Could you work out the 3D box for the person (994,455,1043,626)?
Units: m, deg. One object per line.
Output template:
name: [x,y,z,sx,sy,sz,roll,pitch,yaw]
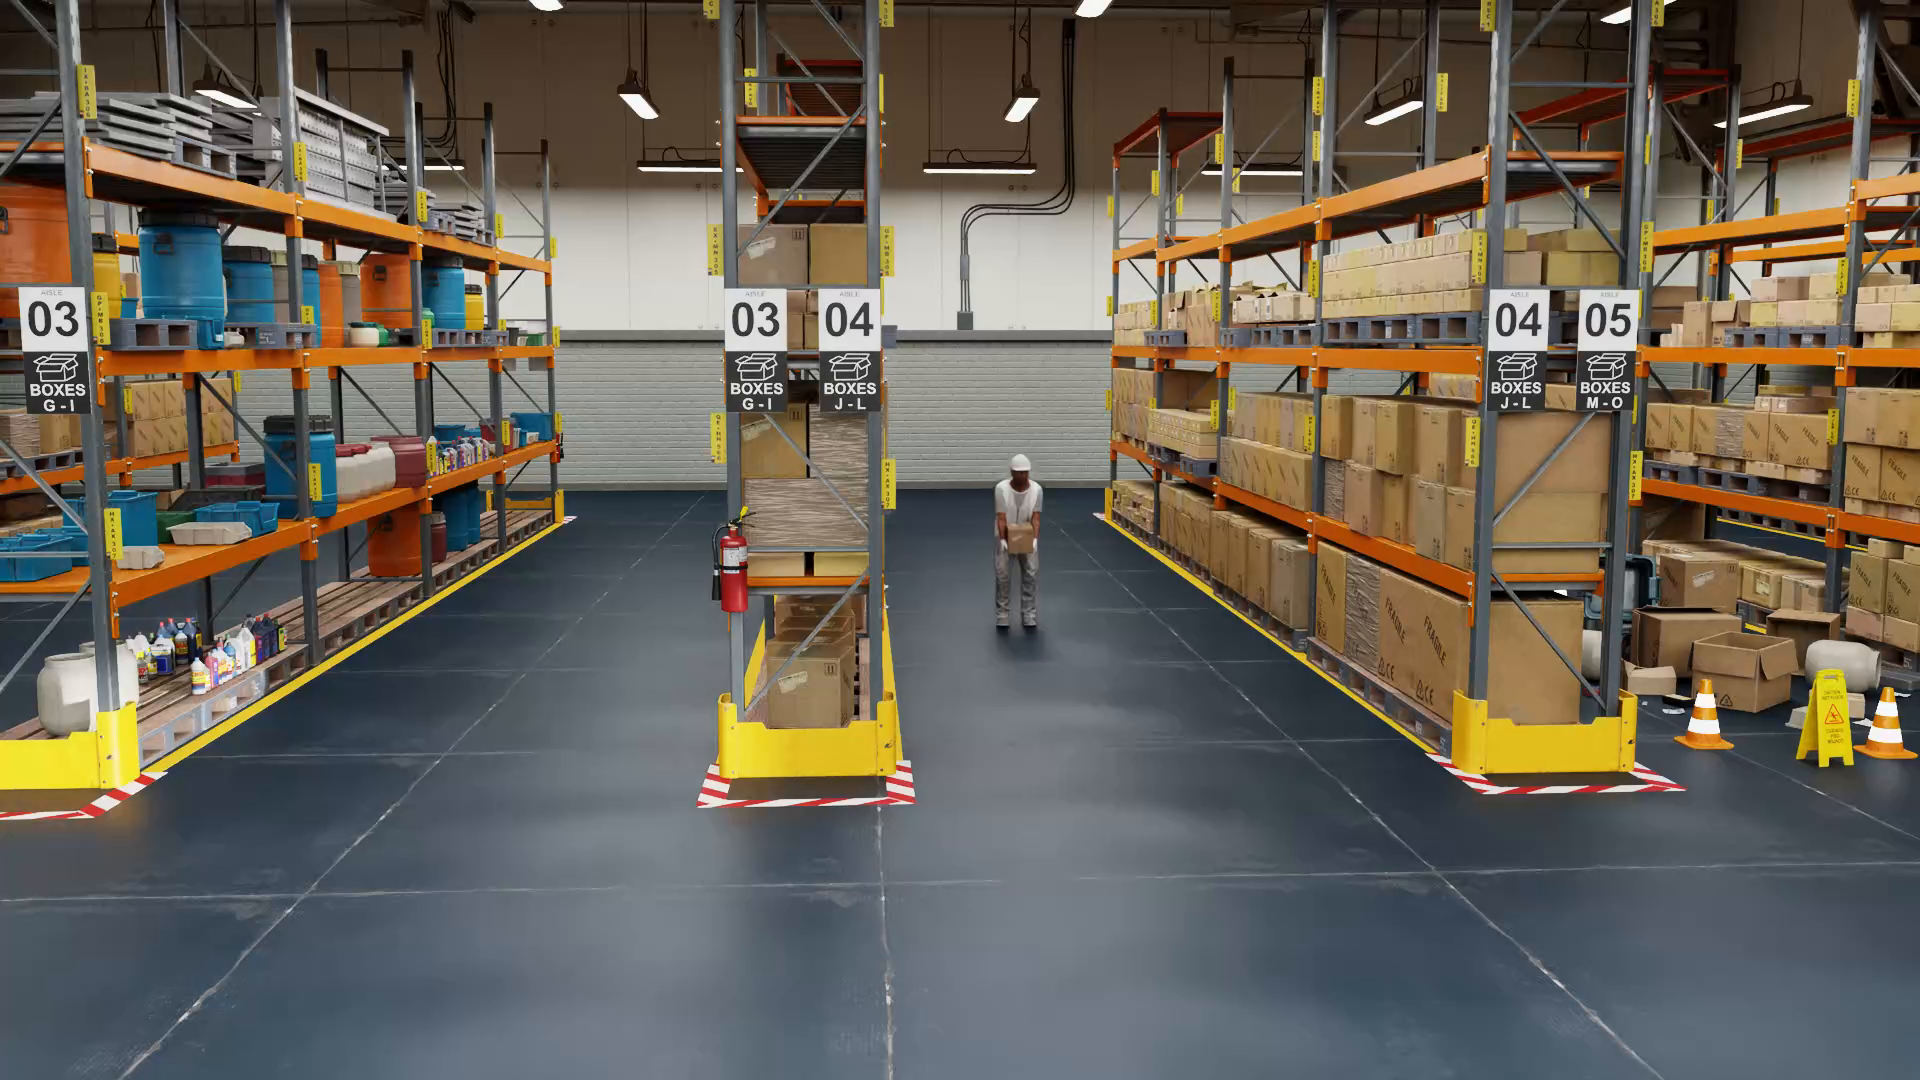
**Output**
person: [0.592,0.009,16.743,0.488,1.744,0.612,-1,7,-5]
